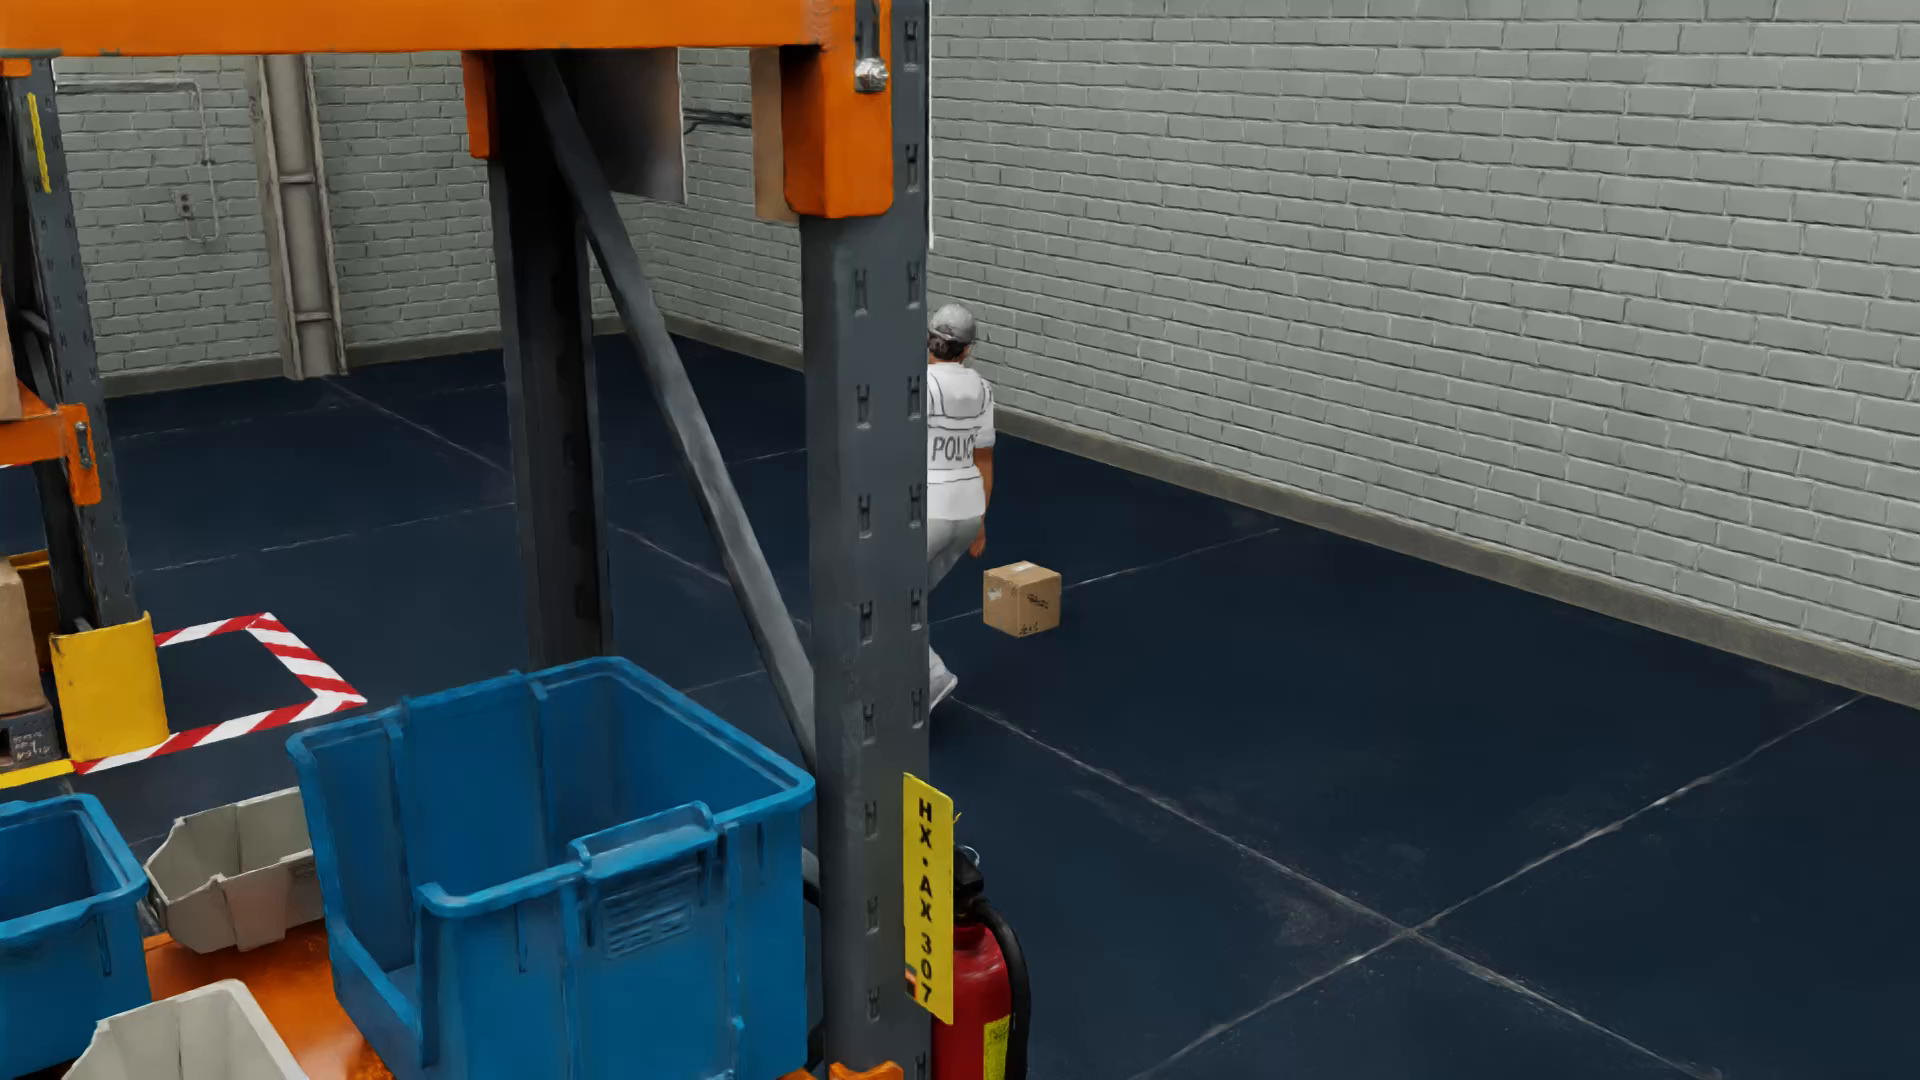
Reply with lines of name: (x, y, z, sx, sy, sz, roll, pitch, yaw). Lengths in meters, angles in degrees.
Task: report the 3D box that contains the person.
person: (-0.153, -0.082, 6.360, 0.548, 1.626, 0.561, 12, 21, 33)
